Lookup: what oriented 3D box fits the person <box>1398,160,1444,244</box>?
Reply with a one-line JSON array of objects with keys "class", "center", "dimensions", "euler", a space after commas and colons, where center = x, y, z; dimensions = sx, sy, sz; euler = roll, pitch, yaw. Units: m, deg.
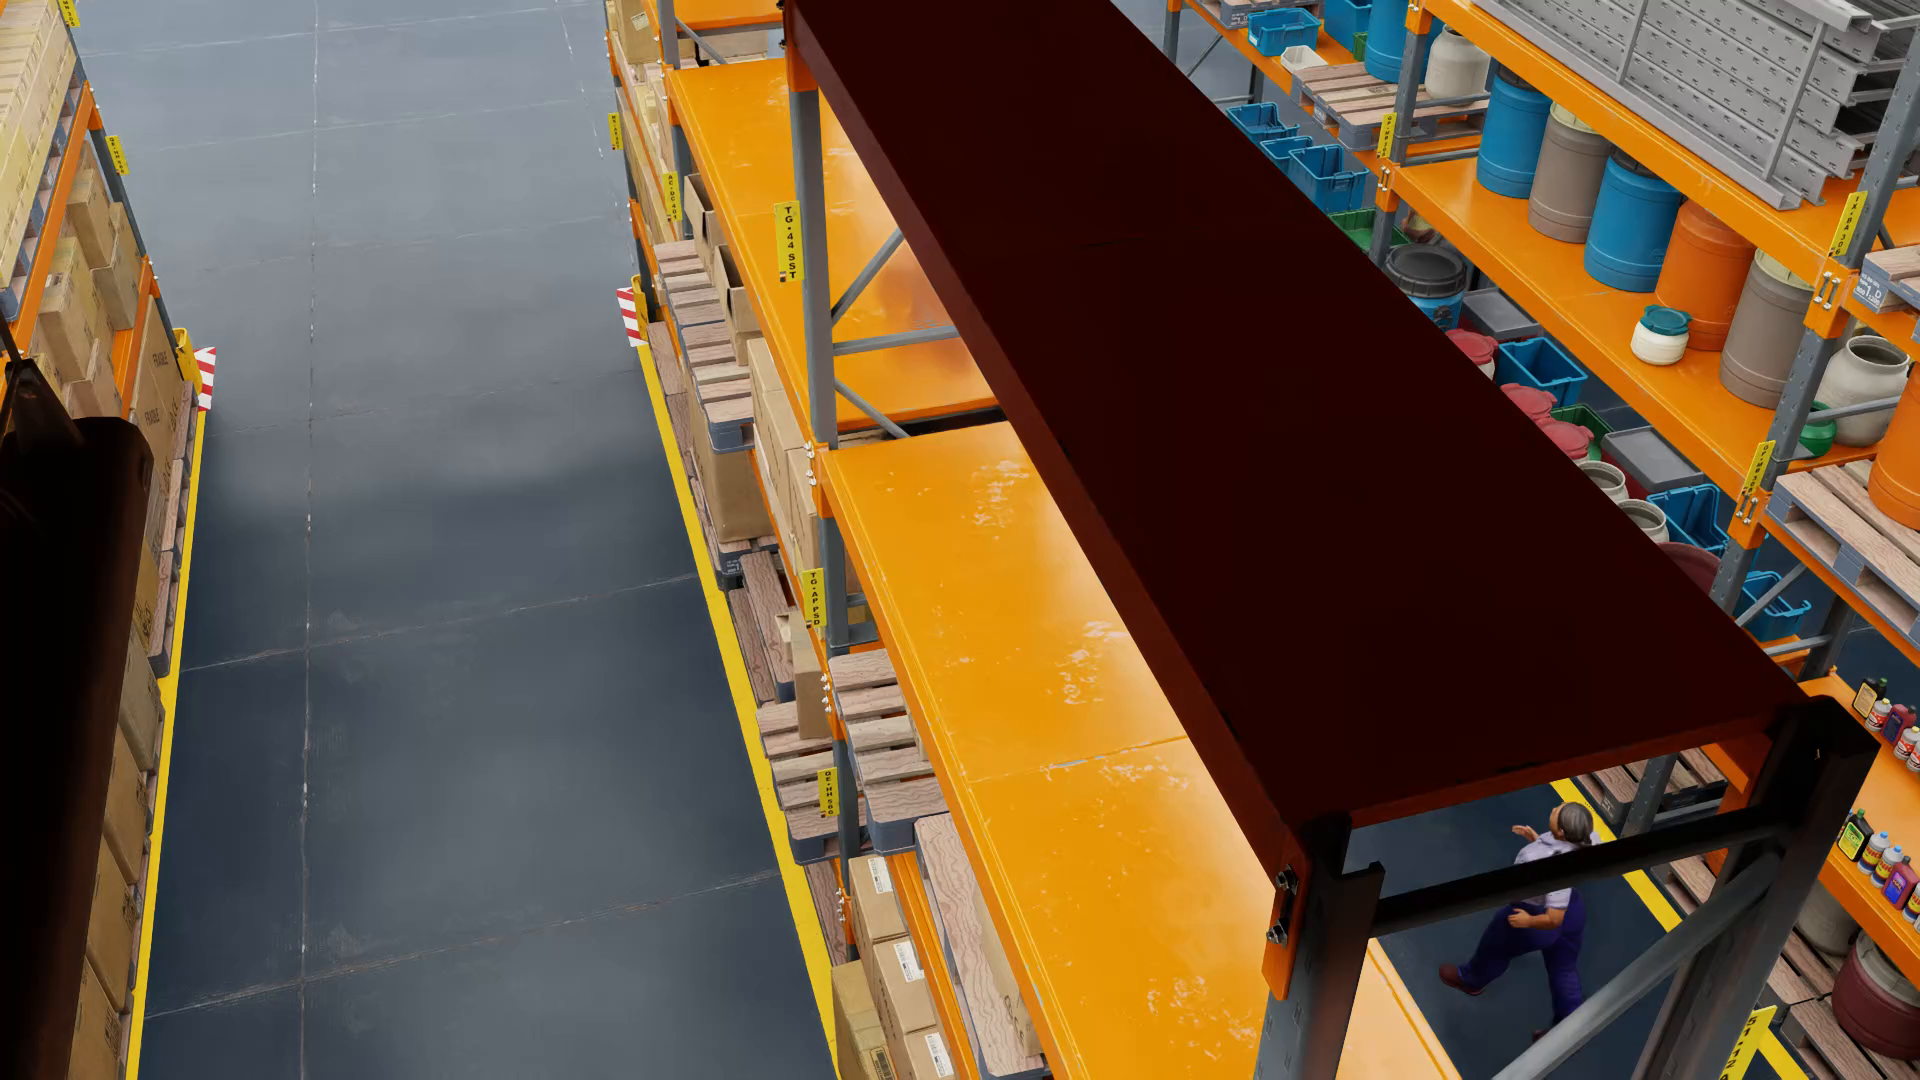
[{"class": "person", "center": [4.195, -2.879, 15.130], "dimensions": [0.552, 1.626, 0.680], "euler": [-11, 40, -14]}]

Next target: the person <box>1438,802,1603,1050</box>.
[{"class": "person", "center": [2.999, 1.952, 8.604], "dimensions": [0.599, 1.681, 0.841], "euler": [-20, 43, -24]}]
